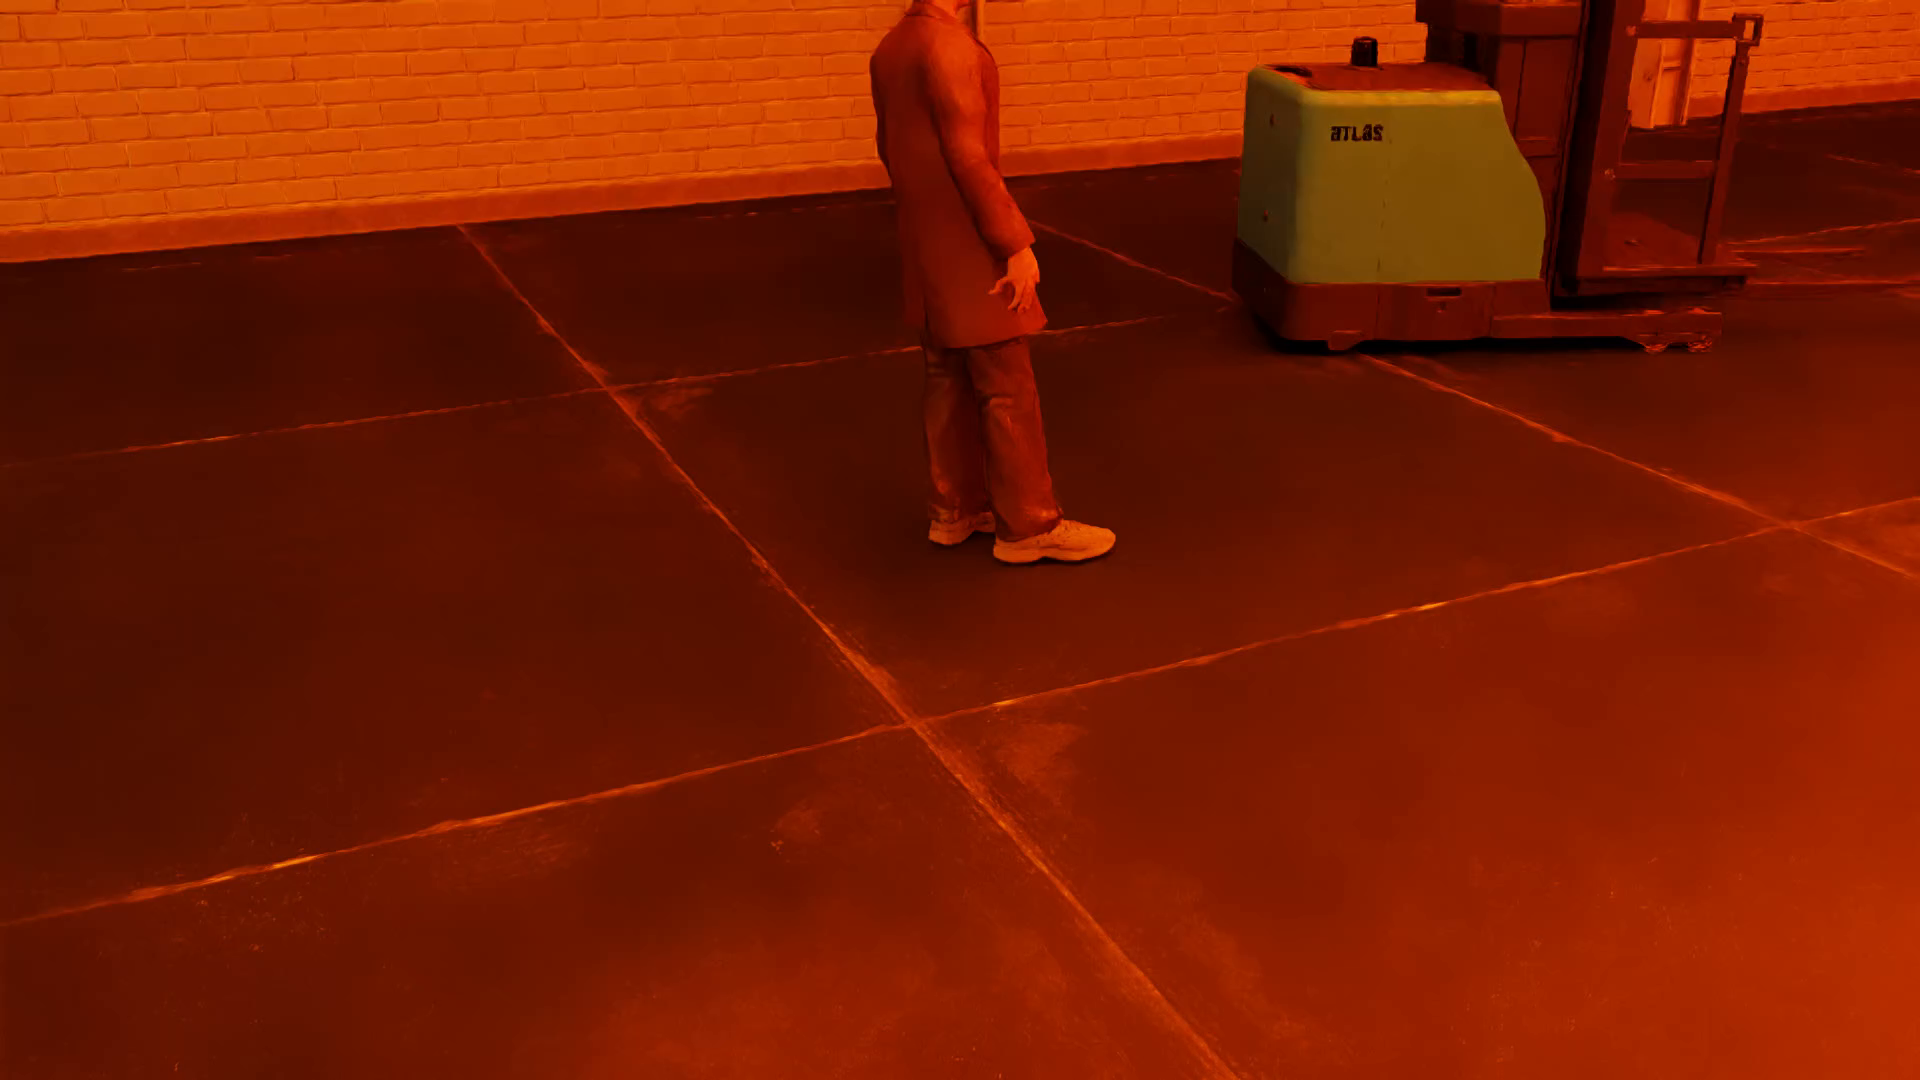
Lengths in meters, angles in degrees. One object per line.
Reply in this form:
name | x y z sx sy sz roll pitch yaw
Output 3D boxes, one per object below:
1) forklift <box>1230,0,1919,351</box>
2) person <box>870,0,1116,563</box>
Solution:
forklift | 2.811 -2.360 6.967 3.031 2.935 1.130 -2 23 -5
person | 0.085 -0.841 4.795 0.580 1.776 0.694 -10 25 -23
